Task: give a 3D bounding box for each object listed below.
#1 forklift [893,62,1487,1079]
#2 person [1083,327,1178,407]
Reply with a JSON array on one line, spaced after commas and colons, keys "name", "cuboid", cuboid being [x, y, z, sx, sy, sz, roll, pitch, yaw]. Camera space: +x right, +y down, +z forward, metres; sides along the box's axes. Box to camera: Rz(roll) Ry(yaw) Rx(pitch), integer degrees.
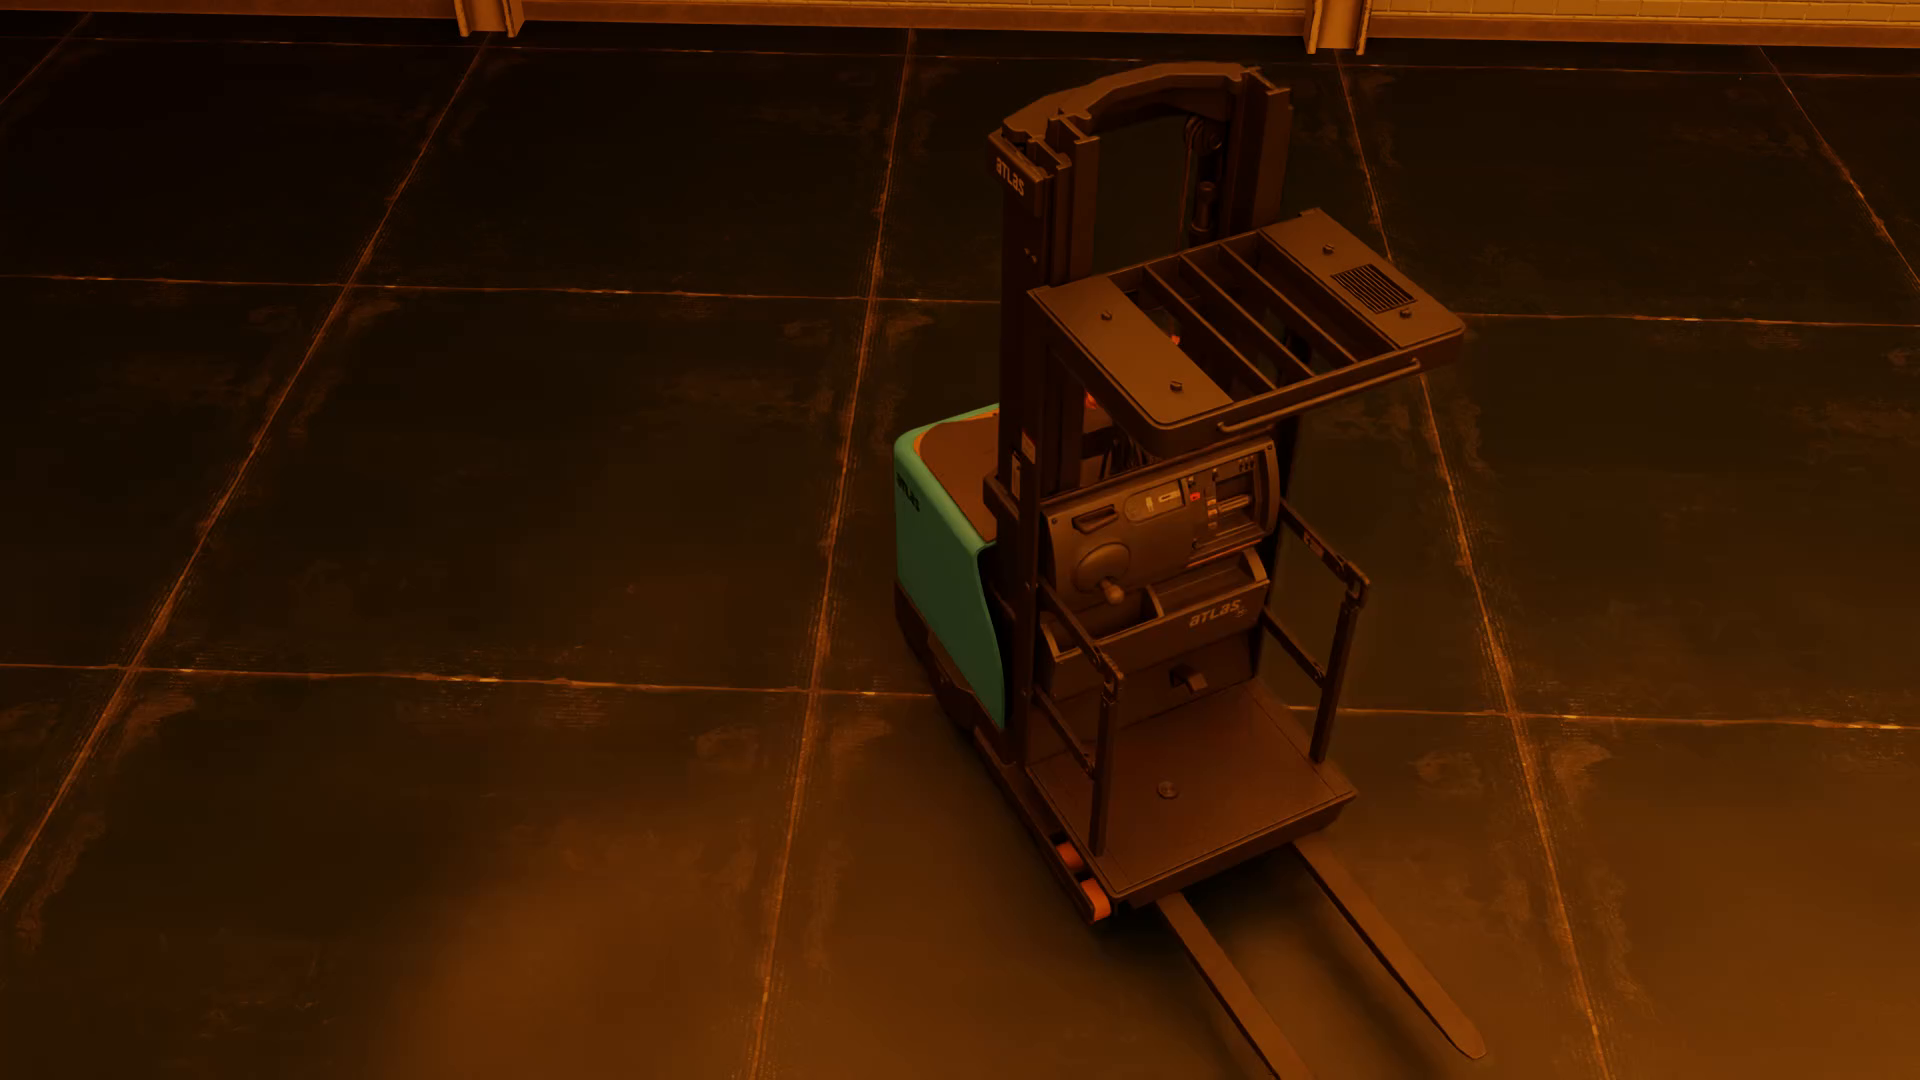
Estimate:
[{"name": "forklift", "cuboid": [0.822, 0.021, 5.719, 1.130, 2.935, 3.031, -19, 46, -19]}, {"name": "person", "cuboid": [0.608, -0.535, 7.296, 0.877, 1.658, 0.800, -11, 44, -12]}]
